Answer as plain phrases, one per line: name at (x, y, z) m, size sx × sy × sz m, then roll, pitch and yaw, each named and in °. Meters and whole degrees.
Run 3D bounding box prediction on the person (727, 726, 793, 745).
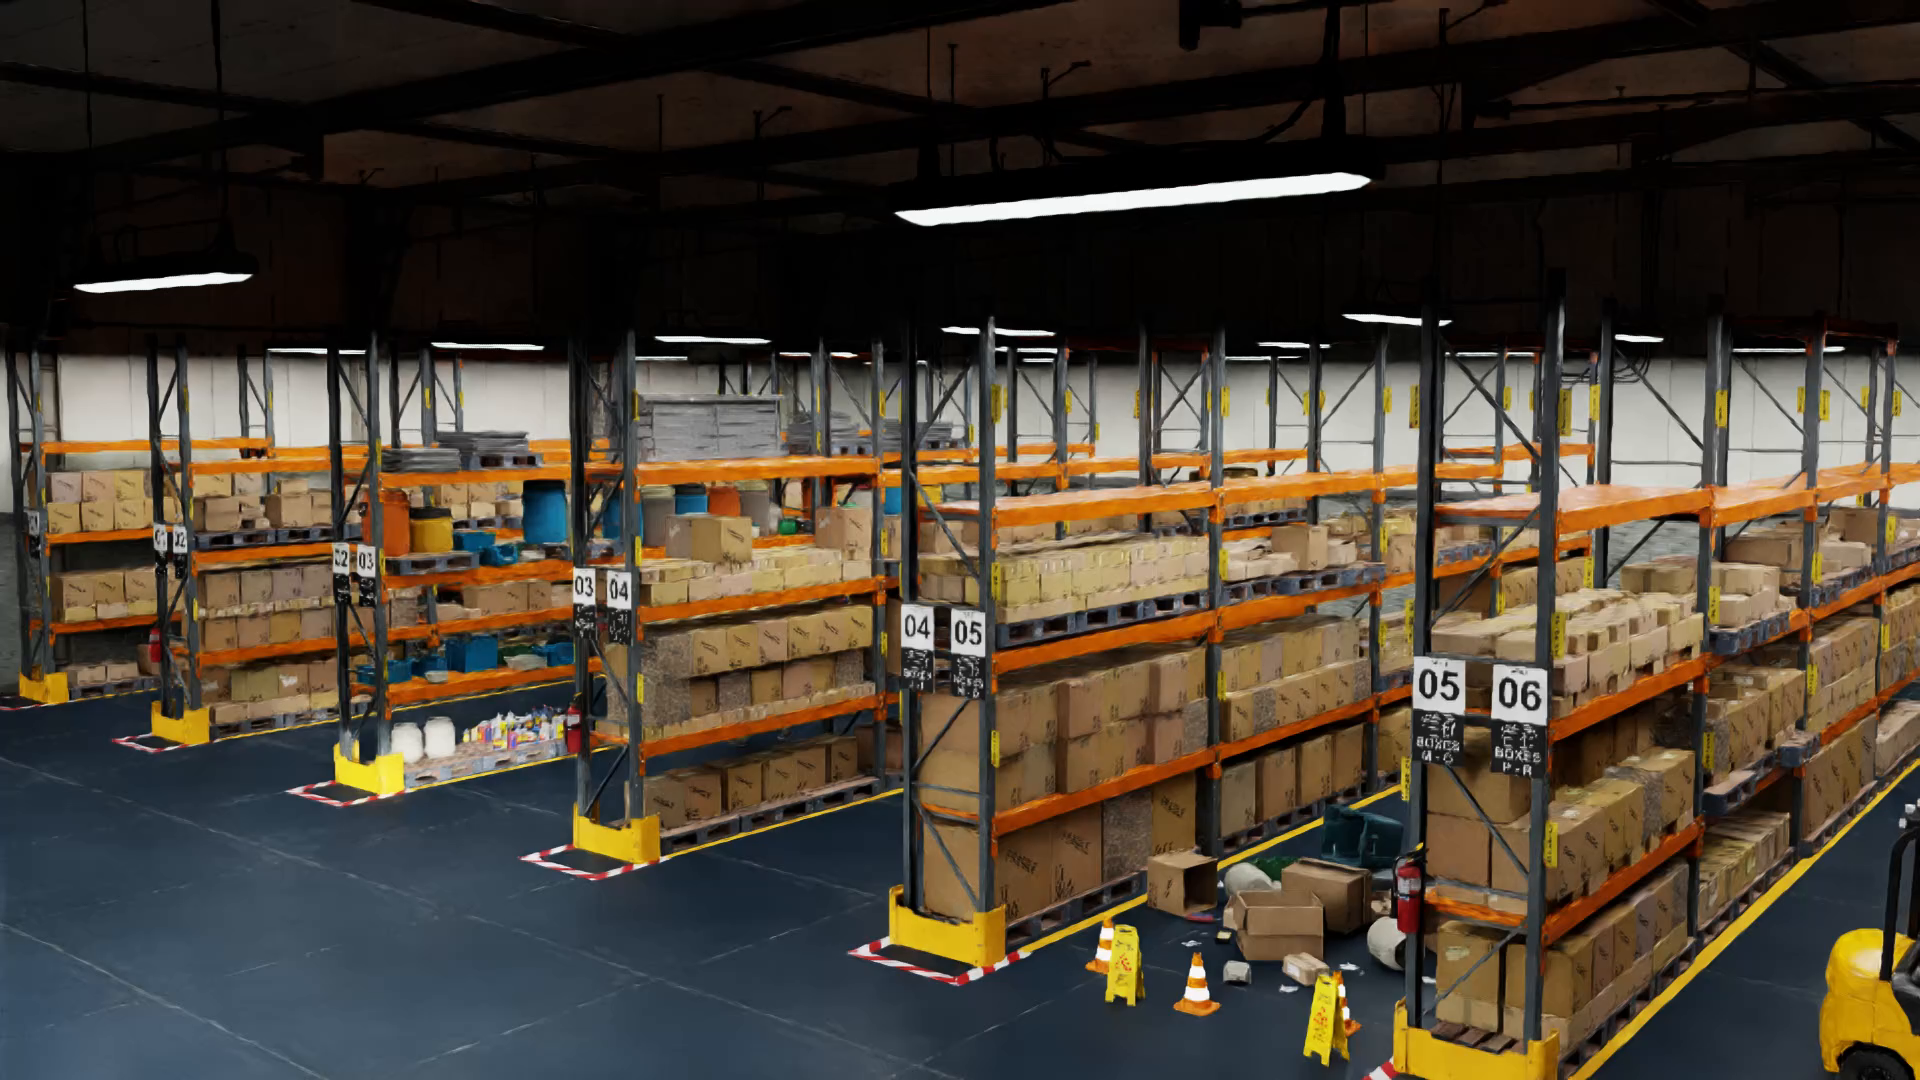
person at (-2.883, 2.185, 24.216) m, size 0.481 × 1.583 × 1.093 m, roll 4°, pitch 6°, yaw 37°
